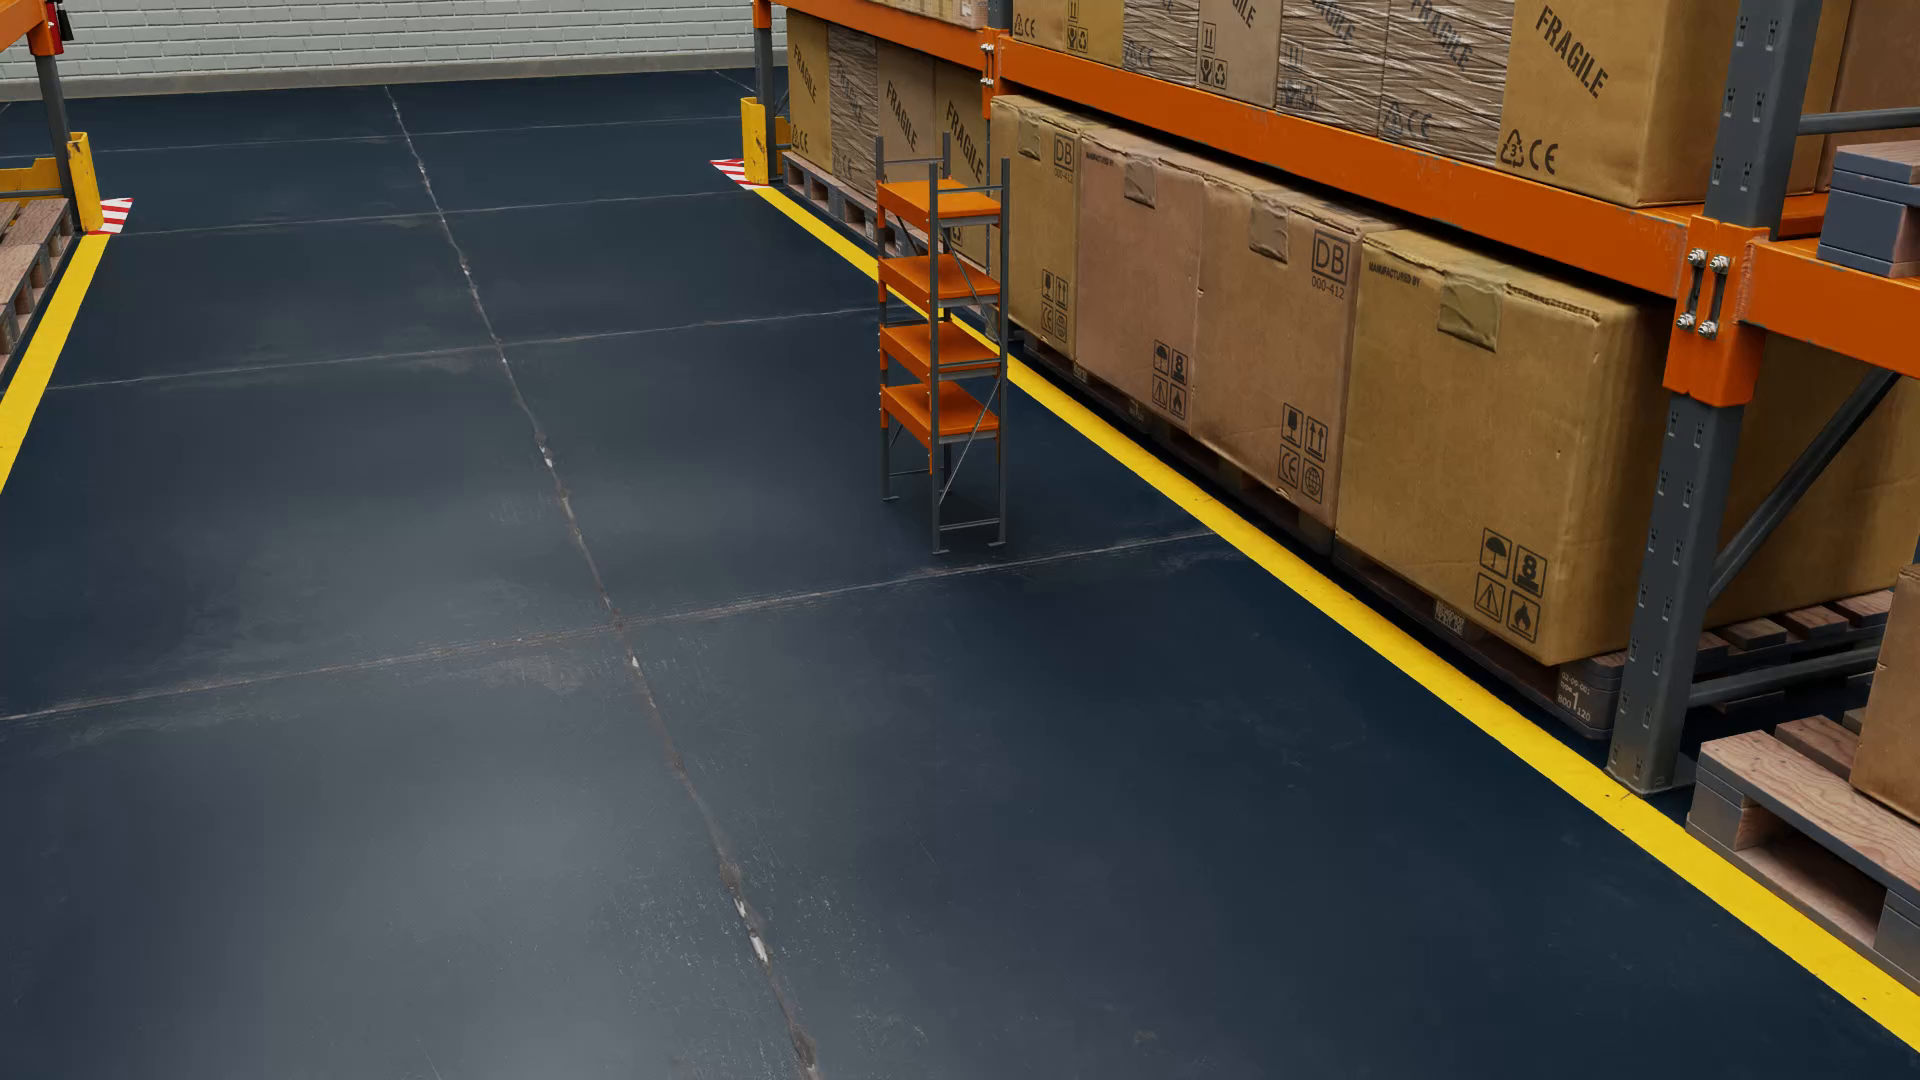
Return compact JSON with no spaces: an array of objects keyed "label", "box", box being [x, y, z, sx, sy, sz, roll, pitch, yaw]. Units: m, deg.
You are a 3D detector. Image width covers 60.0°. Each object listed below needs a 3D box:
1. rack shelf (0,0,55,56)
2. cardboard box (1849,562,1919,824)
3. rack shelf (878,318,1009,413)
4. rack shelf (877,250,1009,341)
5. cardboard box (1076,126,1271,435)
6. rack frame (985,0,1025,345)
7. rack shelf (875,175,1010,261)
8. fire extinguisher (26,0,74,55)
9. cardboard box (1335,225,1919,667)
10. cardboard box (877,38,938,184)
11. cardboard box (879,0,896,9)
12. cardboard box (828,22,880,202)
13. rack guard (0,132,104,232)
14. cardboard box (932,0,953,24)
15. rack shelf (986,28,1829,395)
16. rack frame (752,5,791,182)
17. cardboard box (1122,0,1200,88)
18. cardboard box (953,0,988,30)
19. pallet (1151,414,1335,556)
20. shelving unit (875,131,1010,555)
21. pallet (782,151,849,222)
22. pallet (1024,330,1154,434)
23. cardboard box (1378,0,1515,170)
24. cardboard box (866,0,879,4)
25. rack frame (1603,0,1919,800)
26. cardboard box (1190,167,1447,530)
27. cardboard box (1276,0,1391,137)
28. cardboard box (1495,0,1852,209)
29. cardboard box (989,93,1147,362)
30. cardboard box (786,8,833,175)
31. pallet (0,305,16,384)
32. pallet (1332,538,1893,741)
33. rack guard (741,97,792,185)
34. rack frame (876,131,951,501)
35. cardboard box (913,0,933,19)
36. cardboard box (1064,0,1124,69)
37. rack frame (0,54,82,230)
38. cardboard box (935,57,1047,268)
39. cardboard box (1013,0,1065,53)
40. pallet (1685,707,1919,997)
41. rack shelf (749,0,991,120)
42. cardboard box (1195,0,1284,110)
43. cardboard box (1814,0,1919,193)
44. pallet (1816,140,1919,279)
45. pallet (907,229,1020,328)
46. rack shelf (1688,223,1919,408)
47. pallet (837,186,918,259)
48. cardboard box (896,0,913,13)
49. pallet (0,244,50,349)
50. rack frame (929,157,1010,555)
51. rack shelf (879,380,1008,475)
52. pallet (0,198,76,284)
[{"label":"rack shelf","box":[-4.739,-2.044,7.164,1.077,0.370,4.000,-8,24,-19]},{"label":"cardboard box","box":[2.270,0.315,3.294,0.700,0.500,0.500,-10,25,-22]},{"label":"rack shelf","box":[-0.058,-0.551,5.186,0.258,0.148,0.480,-8,24,-19]},{"label":"rack shelf","box":[-0.058,-0.757,5.099,0.258,0.148,0.480,-8,24,-19]},{"label":"cardboard box","box":[1.162,-0.989,5.929,1.225,0.875,0.875,-9,25,-21]},{"label":"rack frame","box":[0.601,-2.329,6.913,1.000,3.000,0.127,-8,24,-19]},{"label":"rack shelf","box":[-0.058,-0.975,5.007,0.258,0.148,0.480,-8,24,-19]},{"label":"fire extinguisher","box":[-5.074,-3.012,9.114,0.296,0.674,0.183,-8,24,-19]},{"label":"cardboard box","box":[1.790,-0.343,4.397,1.225,0.875,0.875,-10,25,-21]},{"label":"cardboard box","box":[0.125,-2.121,8.615,0.875,0.875,0.875,-8,24,-19]},{"label":"cardboard box","box":[-0.177,-2.653,8.005,0.380,0.149,0.250,-8,24,-18]},{"label":"cardboard box","box":[-0.190,-2.444,9.382,0.875,0.875,0.875,-8,24,-19]},{"label":"rack guard","box":[-5.466,-1.958,9.251,1.175,0.500,0.348,-8,24,-19]},{"label":"cardboard box","box":[0.096,-2.372,7.340,0.380,0.149,0.250,-8,24,-18]},{"label":"rack shelf","box":[1.308,-1.270,5.328,1.077,0.370,4.000,-8,24,-19]},{"label":"rack frame","box":[-0.812,-3.782,10.361,1.000,3.000,0.127,-8,24,-19]},{"label":"cardboard box","box":[0.885,-1.809,5.551,0.500,0.500,0.500,-9,24,-20]},{"label":"cardboard box","box":[0.187,-2.279,7.118,0.380,0.149,0.250,-8,24,-19]},{"label":"pallet","box":[1.379,-0.330,5.760,1.003,0.211,1.213,-8,24,-19]},{"label":"shelving unit","box":[-0.058,-0.613,5.160,0.258,1.200,0.503,-8,24,-19]},{"label":"pallet","box":[-0.456,-2.217,10.239,1.003,0.211,1.213,-8,24,-19]},{"label":"pallet","box":[0.944,-0.774,6.814,1.003,0.211,1.213,-8,24,-19]},{"label":"cardboard box","box":[1.437,-1.249,4.222,0.500,0.500,0.500,-9,24,-19]},{"label":"cardboard box","box":[-0.267,-2.746,8.226,0.380,0.149,0.250,-9,24,-20]},{"label":"rack frame","box":[2.014,-0.875,3.465,1.000,3.000,0.127,-8,24,-19]},{"label":"cardboard box","box":[1.482,-0.668,5.168,1.225,0.875,0.875,-8,24,-19]},{"label":"cardboard box","box":[1.251,-1.437,4.668,0.500,0.500,0.500,-9,25,-21]},{"label":"cardboard box","box":[1.608,-1.067,3.790,0.500,0.500,0.500,-8,24,-17]},{"label":"cardboard box","box":[0.846,-1.313,6.699,1.225,0.875,0.875,-8,24,-19]},{"label":"cardboard box","box":[-0.511,-2.775,10.167,0.875,0.875,0.875,-8,24,-19]},{"label":"pallet","box":[-4.329,-0.626,6.463,1.003,0.211,1.213,-8,24,-19]},{"label":"pallet","box":[1.806,0.113,4.710,1.003,0.211,1.213,-8,24,-19]},{"label":"rack guard","box":[-0.820,-2.639,10.867,1.175,0.500,0.348,-8,24,-19]},{"label":"rack frame","box":[-0.145,-0.702,5.370,0.240,1.200,0.015,-8,24,-19]},{"label":"cardboard box","box":[0.005,-2.466,7.561,0.380,0.149,0.250,-9,24,-20]},{"label":"cardboard box","box":[0.708,-1.991,5.982,0.500,0.500,0.500,-8,24,-19]},{"label":"rack frame","box":[-5.446,-3.102,8.749,1.000,3.000,0.127,-8,24,-19]},{"label":"cardboard box","box":[0.443,-1.794,7.839,0.875,0.875,0.875,-8,24,-19]},{"label":"cardboard box","box":[0.530,-2.173,6.416,0.500,0.500,0.500,-8,24,-19]},{"label":"pallet","box":[2.289,0.694,3.332,1.003,0.211,1.213,-8,24,-19]},{"label":"rack shelf","box":[-0.105,-2.724,8.777,1.077,0.370,4.000,-8,24,-19]},{"label":"cardboard box","box":[1.072,-1.622,5.107,0.500,0.500,0.500,-8,24,-18]},{"label":"cardboard box","box":[2.097,-1.135,3.953,0.500,0.500,0.500,-8,24,-17]},{"label":"pallet","box":[2.366,-0.543,2.922,1.213,0.211,1.003,-8,24,-19]},{"label":"pallet","box":[0.406,-1.331,8.135,1.003,0.211,1.213,-8,24,-19]},{"label":"rack shelf","box":[2.721,0.183,1.880,1.077,0.370,4.000,-8,24,-19]},{"label":"pallet","box":[-0.029,-1.775,9.189,1.003,0.211,1.213,-8,24,-19]},{"label":"cardboard box","box":[-0.086,-2.559,7.783,0.380,0.149,0.250,-8,24,-18]},{"label":"pallet","box":[-4.763,-1.070,7.517,1.003,0.211,1.213,-8,24,-19]},{"label":"rack frame","box":[0.028,-0.524,4.949,0.240,1.200,0.015,-8,24,-19]},{"label":"rack shelf","box":[-0.058,-0.368,5.263,0.258,0.148,0.480,-8,24,-19]},{"label":"pallet","box":[-5.191,-1.513,8.567,1.003,0.211,1.213,-8,24,-19]}]
